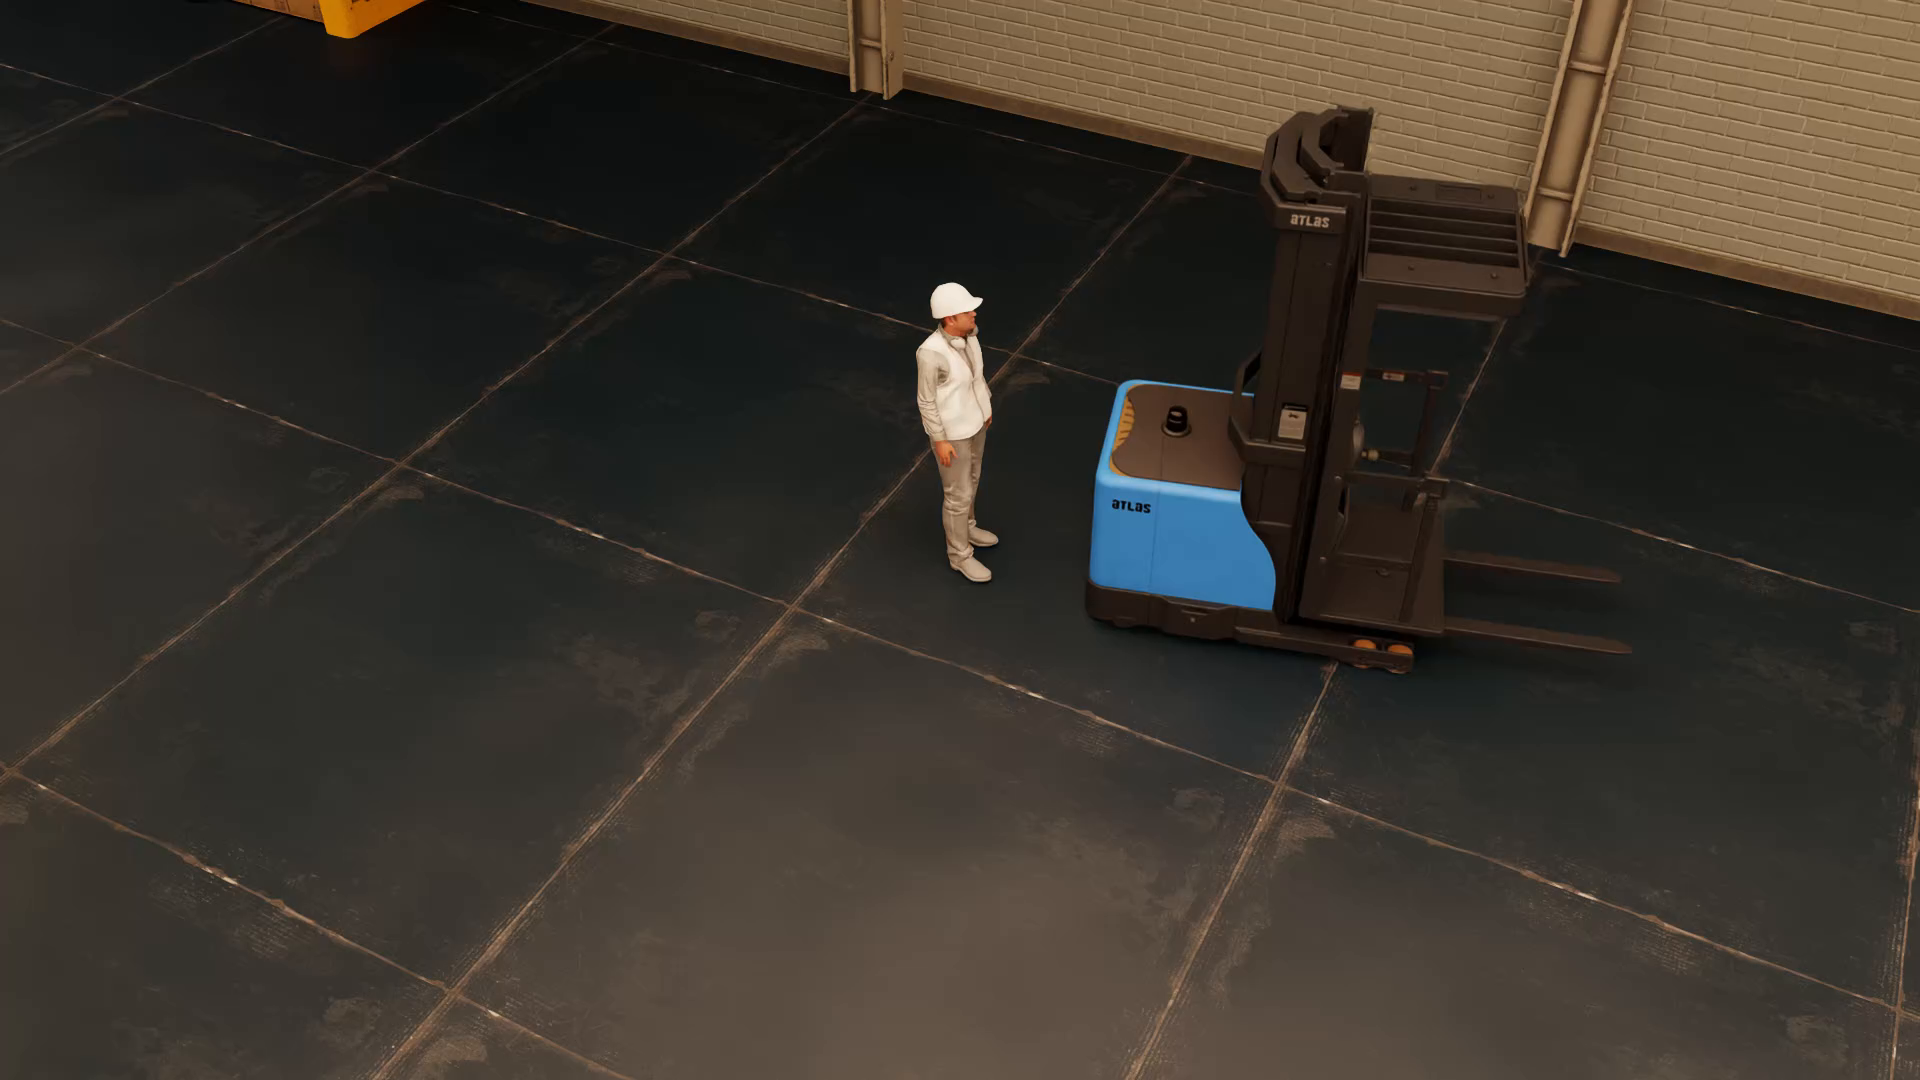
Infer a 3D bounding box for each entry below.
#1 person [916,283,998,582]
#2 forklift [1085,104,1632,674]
[{"bbox_3d":[0.051,-0.659,9.660,0.568,1.768,0.632,18,43,21],"label":"person"},{"bbox_3d":[2.298,-0.746,8.872,3.031,2.935,1.130,8,41,9],"label":"forklift"}]
